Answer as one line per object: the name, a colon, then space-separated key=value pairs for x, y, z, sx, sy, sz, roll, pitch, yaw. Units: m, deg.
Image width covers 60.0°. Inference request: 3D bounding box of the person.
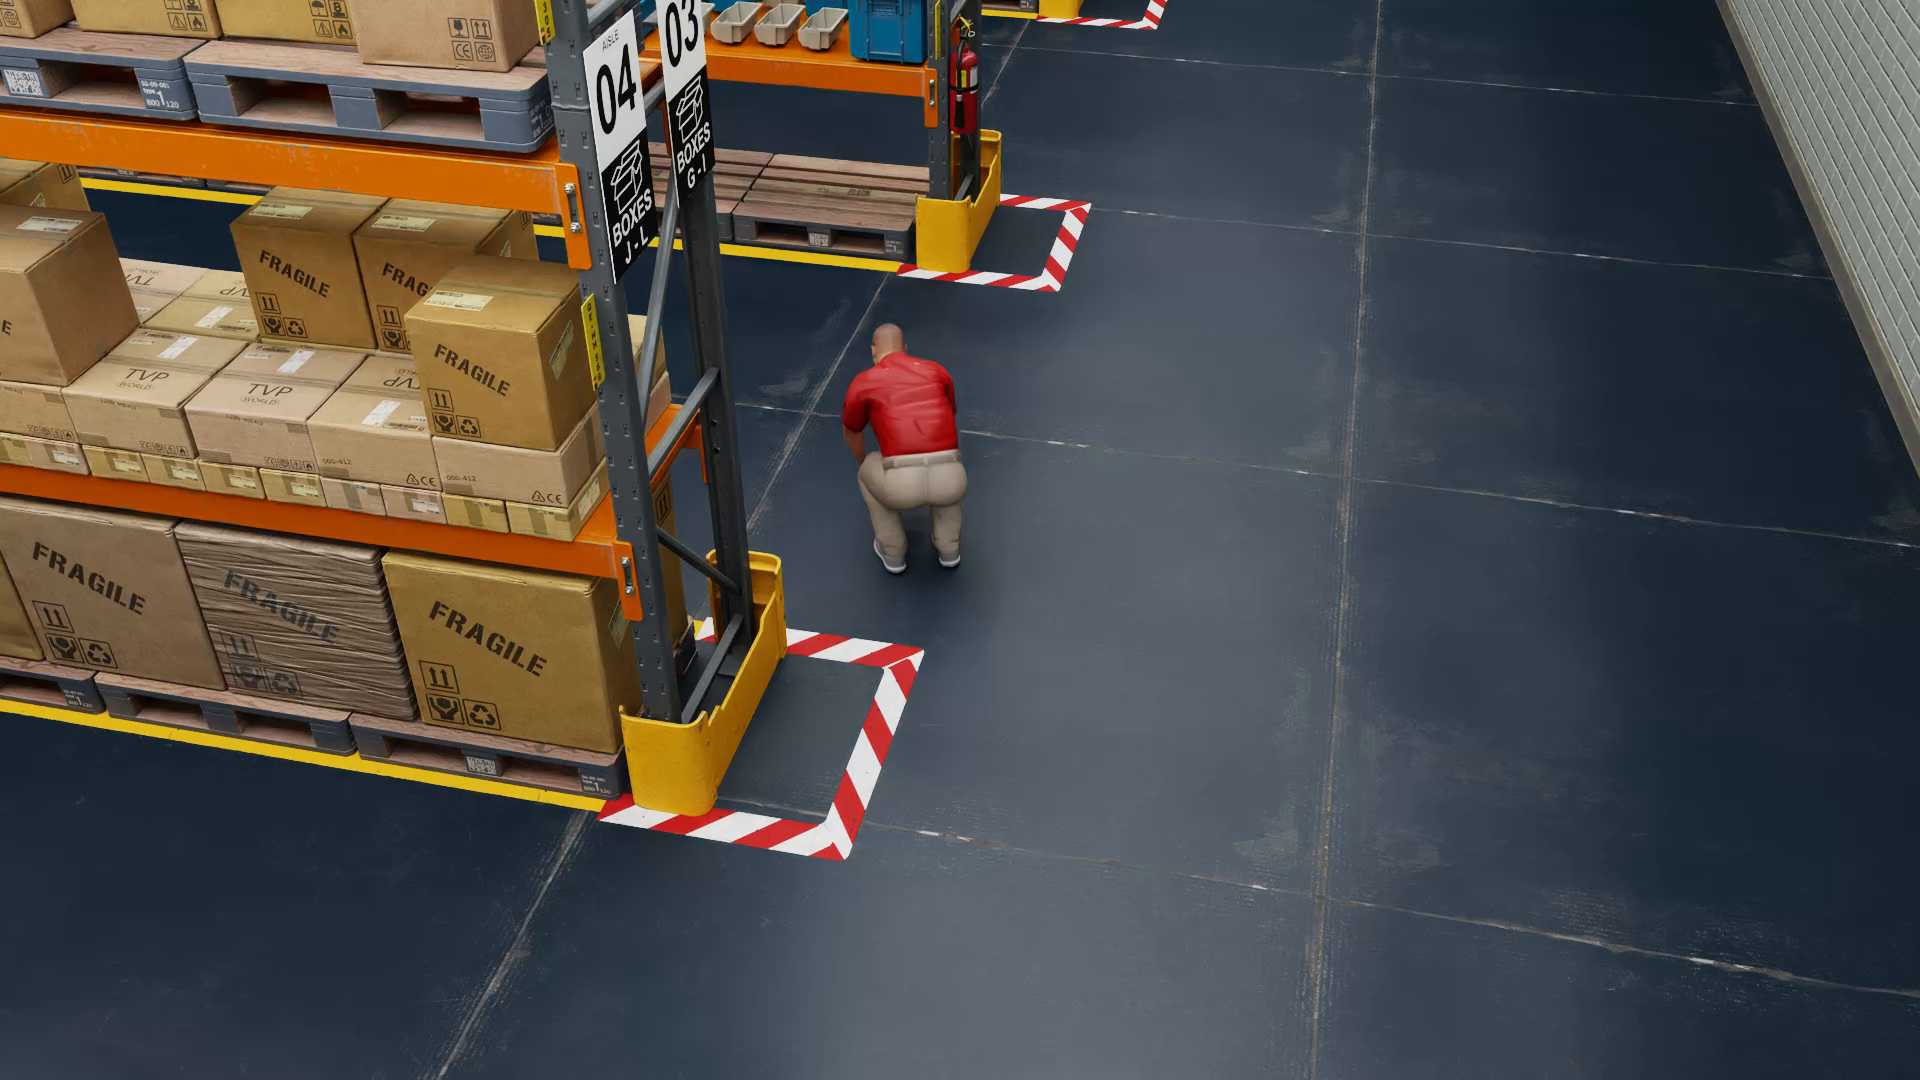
person: x=-0.262 y=-0.416 z=8.089 sx=0.577 sy=1.087 sz=0.824 roll=-6 pitch=37 yaw=-8
